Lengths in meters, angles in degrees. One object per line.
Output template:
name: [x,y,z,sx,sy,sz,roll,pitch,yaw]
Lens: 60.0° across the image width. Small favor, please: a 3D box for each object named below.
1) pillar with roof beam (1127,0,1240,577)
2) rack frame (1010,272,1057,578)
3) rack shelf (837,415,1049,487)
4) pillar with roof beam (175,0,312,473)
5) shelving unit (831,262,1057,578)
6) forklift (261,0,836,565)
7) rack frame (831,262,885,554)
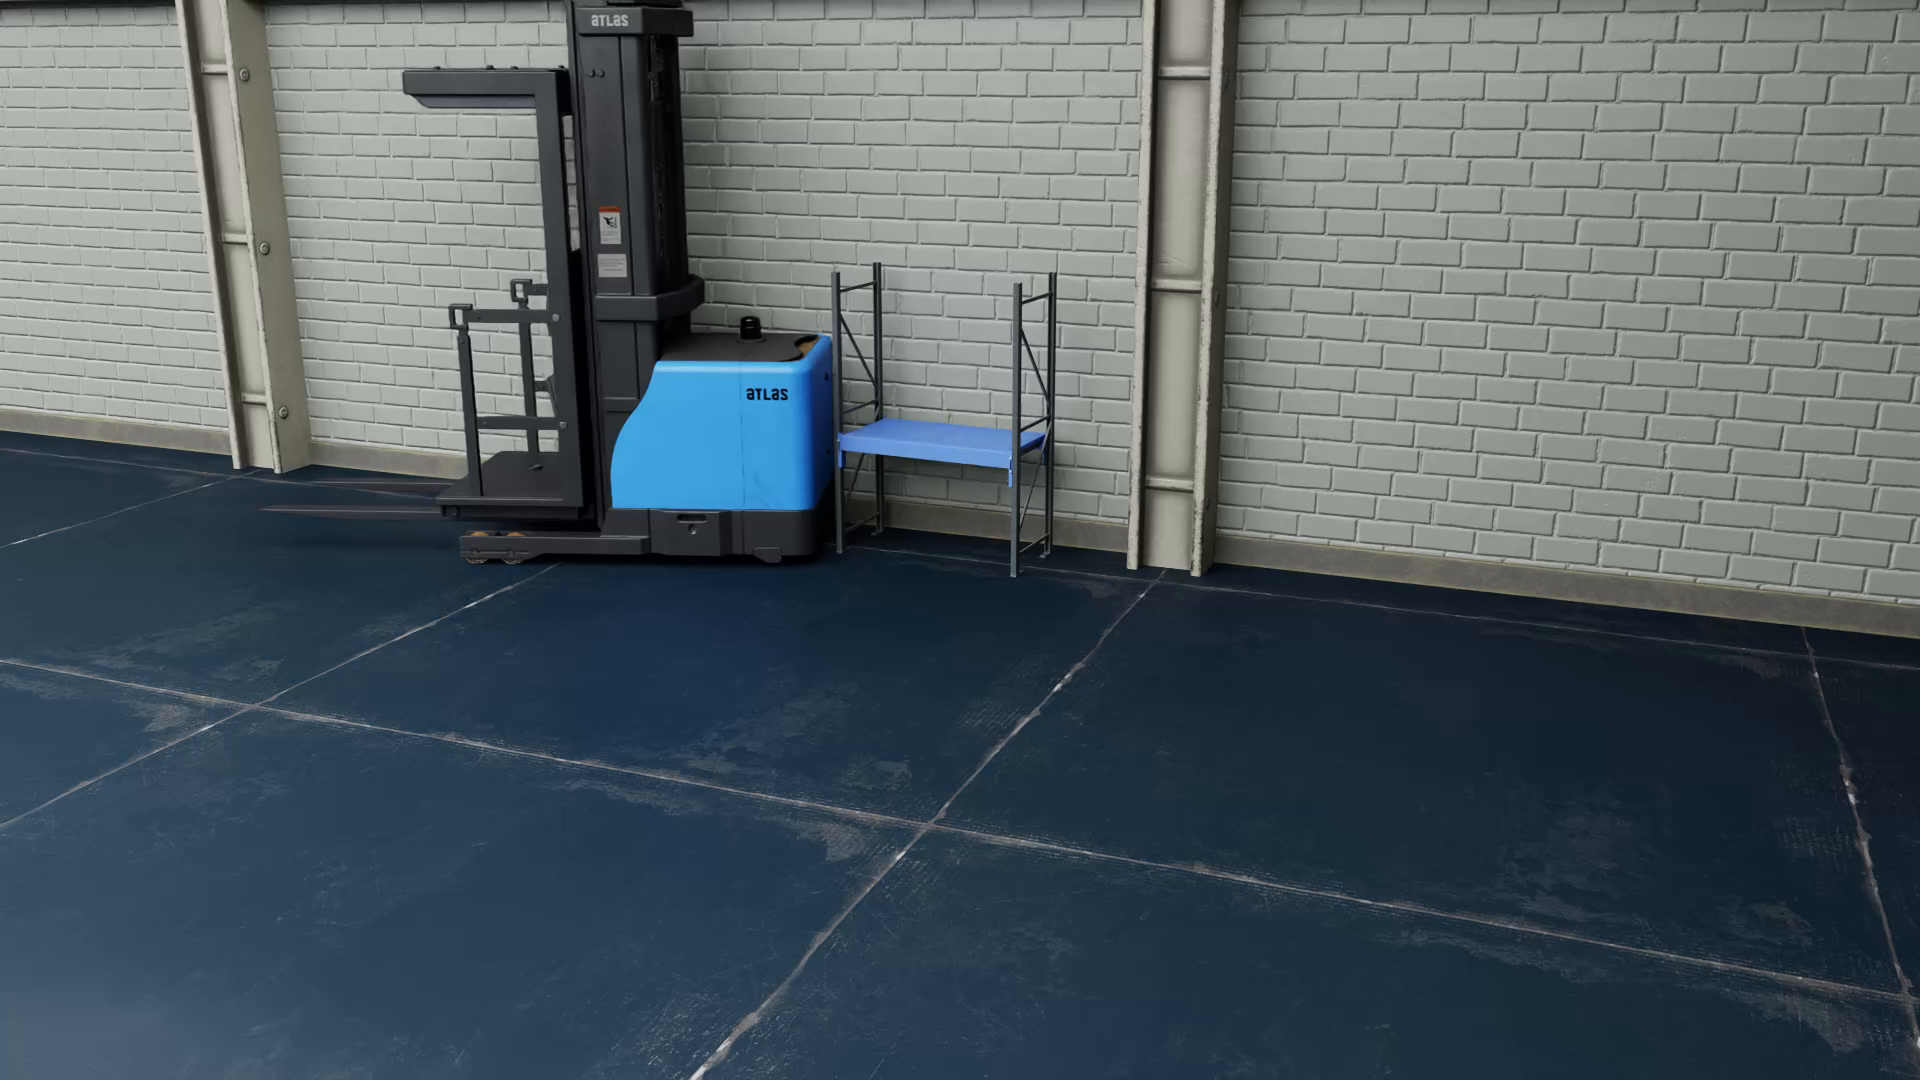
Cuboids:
pillar with roof beam: [-0.471,-3.077,3.631,0.400,9.000,9.100,6,17,21]
rack frame: [0.378,-0.591,8.520,0.032,1.500,0.500,7,18,24]
rack shelf: [-0.082,-0.479,8.777,1.000,0.185,0.538,7,18,24]
pillar with roof beam: [-6.053,-3.691,5.746,0.400,9.000,9.100,6,17,21]
shelving unit: [-0.082,-0.651,8.727,1.048,1.500,0.538,7,18,24]
forklift: [-2.228,-1.425,8.824,3.031,2.935,1.130,1,16,3]
rack frame: [-0.542,-0.711,8.934,0.032,1.500,0.500,7,18,24]
